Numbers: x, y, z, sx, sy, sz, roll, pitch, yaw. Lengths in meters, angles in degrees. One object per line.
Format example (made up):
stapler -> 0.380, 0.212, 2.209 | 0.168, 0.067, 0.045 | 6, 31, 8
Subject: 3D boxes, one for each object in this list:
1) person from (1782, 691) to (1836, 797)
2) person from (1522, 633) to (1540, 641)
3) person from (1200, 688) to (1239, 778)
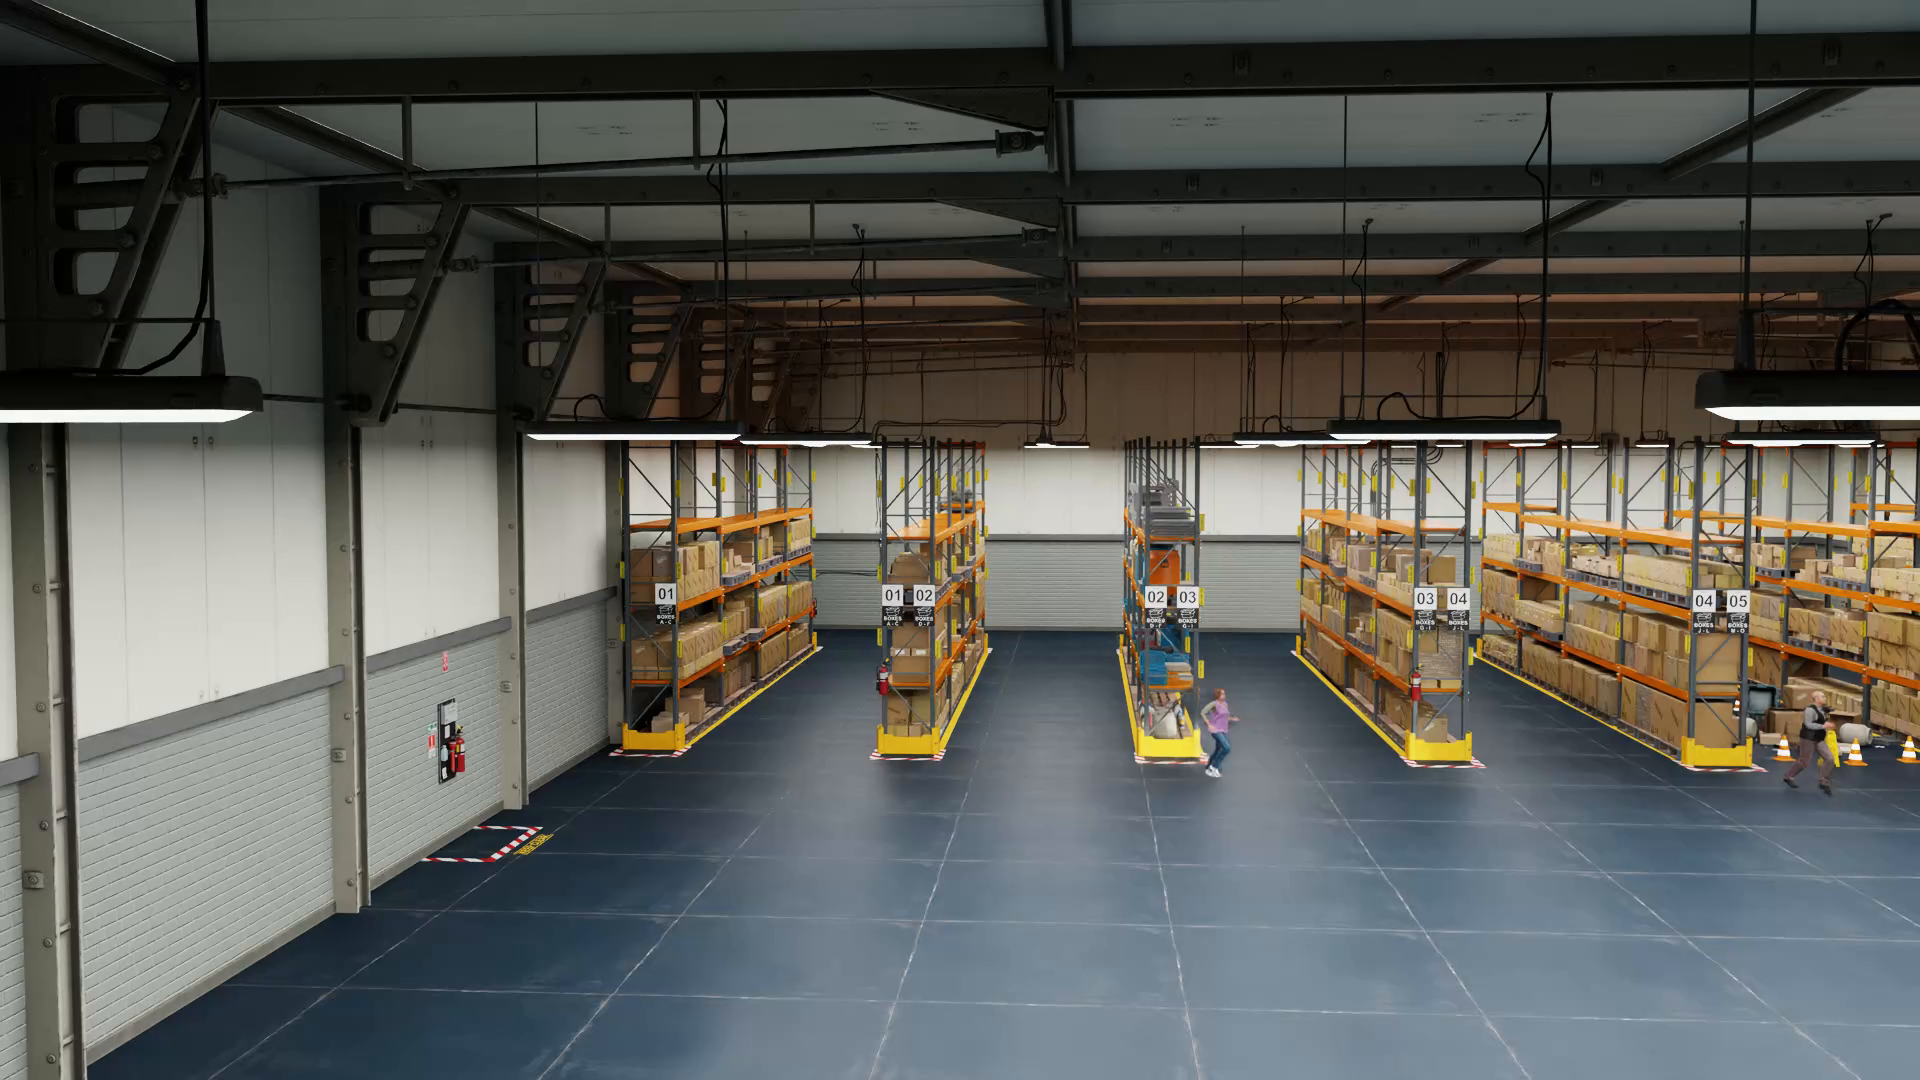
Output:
person -> 14.208, 3.384, 27.801 | 0.678, 1.767, 0.857 | -2, 4, -38
person -> 16.310, 2.322, 47.521 | 0.729, 1.821, 0.721 | 0, 3, 8
person -> 4.548, 3.373, 29.073 | 0.632, 1.572, 0.542 | 3, 4, 42
